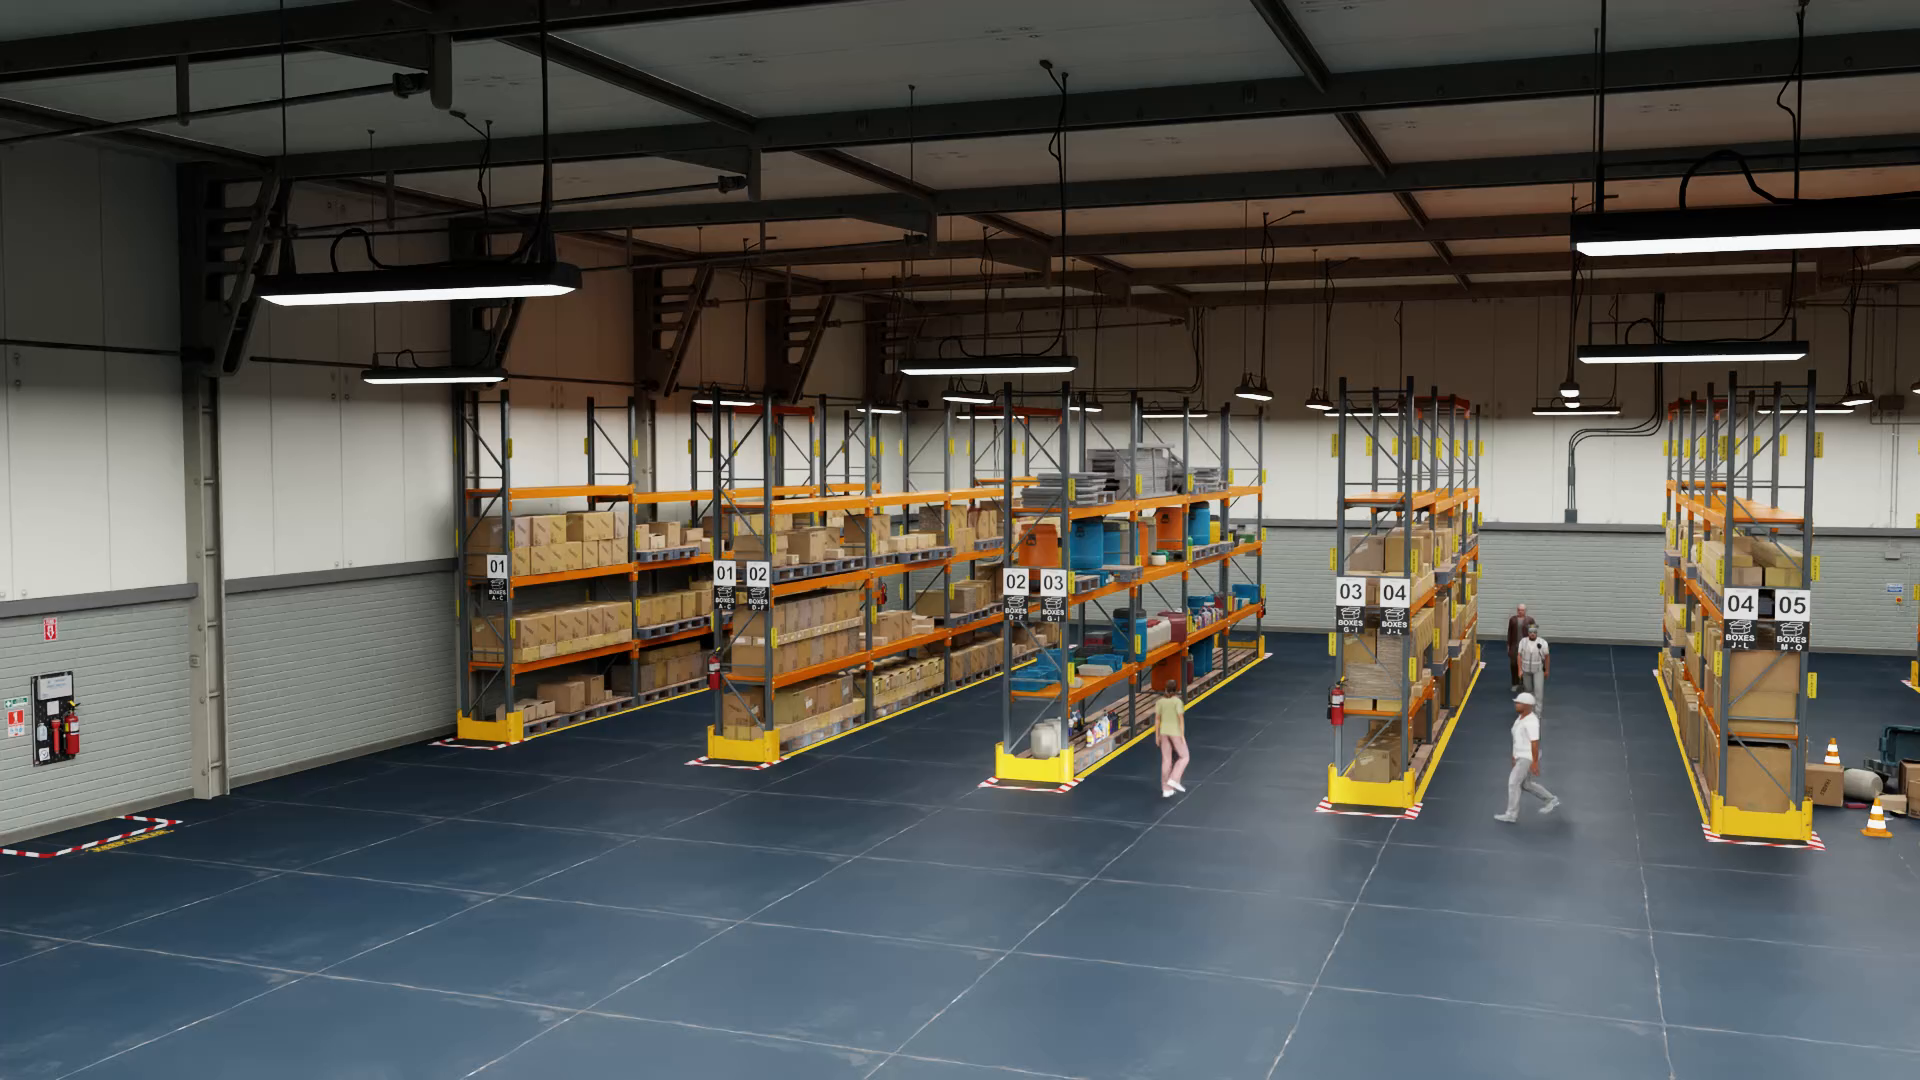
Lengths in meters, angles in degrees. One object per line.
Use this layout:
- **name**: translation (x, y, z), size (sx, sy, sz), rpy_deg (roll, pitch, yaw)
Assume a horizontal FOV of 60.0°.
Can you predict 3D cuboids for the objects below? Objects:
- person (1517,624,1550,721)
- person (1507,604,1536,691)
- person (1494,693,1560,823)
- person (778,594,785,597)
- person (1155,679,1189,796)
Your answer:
- **person**: translation (10.615, 2.419, 30.863), size (0.553, 1.721, 0.909), rpy_deg (2, 4, 32)
- **person**: translation (11.632, 2.242, 34.441), size (0.614, 1.843, 0.583), rpy_deg (2, 4, 28)
- **person**: translation (7.615, 2.905, 22.255), size (0.983, 1.733, 0.574), rpy_deg (0, 3, -6)
- **person**: translation (-3.771, 1.992, 34.952), size (0.570, 1.668, 0.761), rpy_deg (0, 3, -3)
- **person**: translation (3.042, 2.842, 23.968), size (0.486, 1.658, 0.458), rpy_deg (2, 4, 32)
